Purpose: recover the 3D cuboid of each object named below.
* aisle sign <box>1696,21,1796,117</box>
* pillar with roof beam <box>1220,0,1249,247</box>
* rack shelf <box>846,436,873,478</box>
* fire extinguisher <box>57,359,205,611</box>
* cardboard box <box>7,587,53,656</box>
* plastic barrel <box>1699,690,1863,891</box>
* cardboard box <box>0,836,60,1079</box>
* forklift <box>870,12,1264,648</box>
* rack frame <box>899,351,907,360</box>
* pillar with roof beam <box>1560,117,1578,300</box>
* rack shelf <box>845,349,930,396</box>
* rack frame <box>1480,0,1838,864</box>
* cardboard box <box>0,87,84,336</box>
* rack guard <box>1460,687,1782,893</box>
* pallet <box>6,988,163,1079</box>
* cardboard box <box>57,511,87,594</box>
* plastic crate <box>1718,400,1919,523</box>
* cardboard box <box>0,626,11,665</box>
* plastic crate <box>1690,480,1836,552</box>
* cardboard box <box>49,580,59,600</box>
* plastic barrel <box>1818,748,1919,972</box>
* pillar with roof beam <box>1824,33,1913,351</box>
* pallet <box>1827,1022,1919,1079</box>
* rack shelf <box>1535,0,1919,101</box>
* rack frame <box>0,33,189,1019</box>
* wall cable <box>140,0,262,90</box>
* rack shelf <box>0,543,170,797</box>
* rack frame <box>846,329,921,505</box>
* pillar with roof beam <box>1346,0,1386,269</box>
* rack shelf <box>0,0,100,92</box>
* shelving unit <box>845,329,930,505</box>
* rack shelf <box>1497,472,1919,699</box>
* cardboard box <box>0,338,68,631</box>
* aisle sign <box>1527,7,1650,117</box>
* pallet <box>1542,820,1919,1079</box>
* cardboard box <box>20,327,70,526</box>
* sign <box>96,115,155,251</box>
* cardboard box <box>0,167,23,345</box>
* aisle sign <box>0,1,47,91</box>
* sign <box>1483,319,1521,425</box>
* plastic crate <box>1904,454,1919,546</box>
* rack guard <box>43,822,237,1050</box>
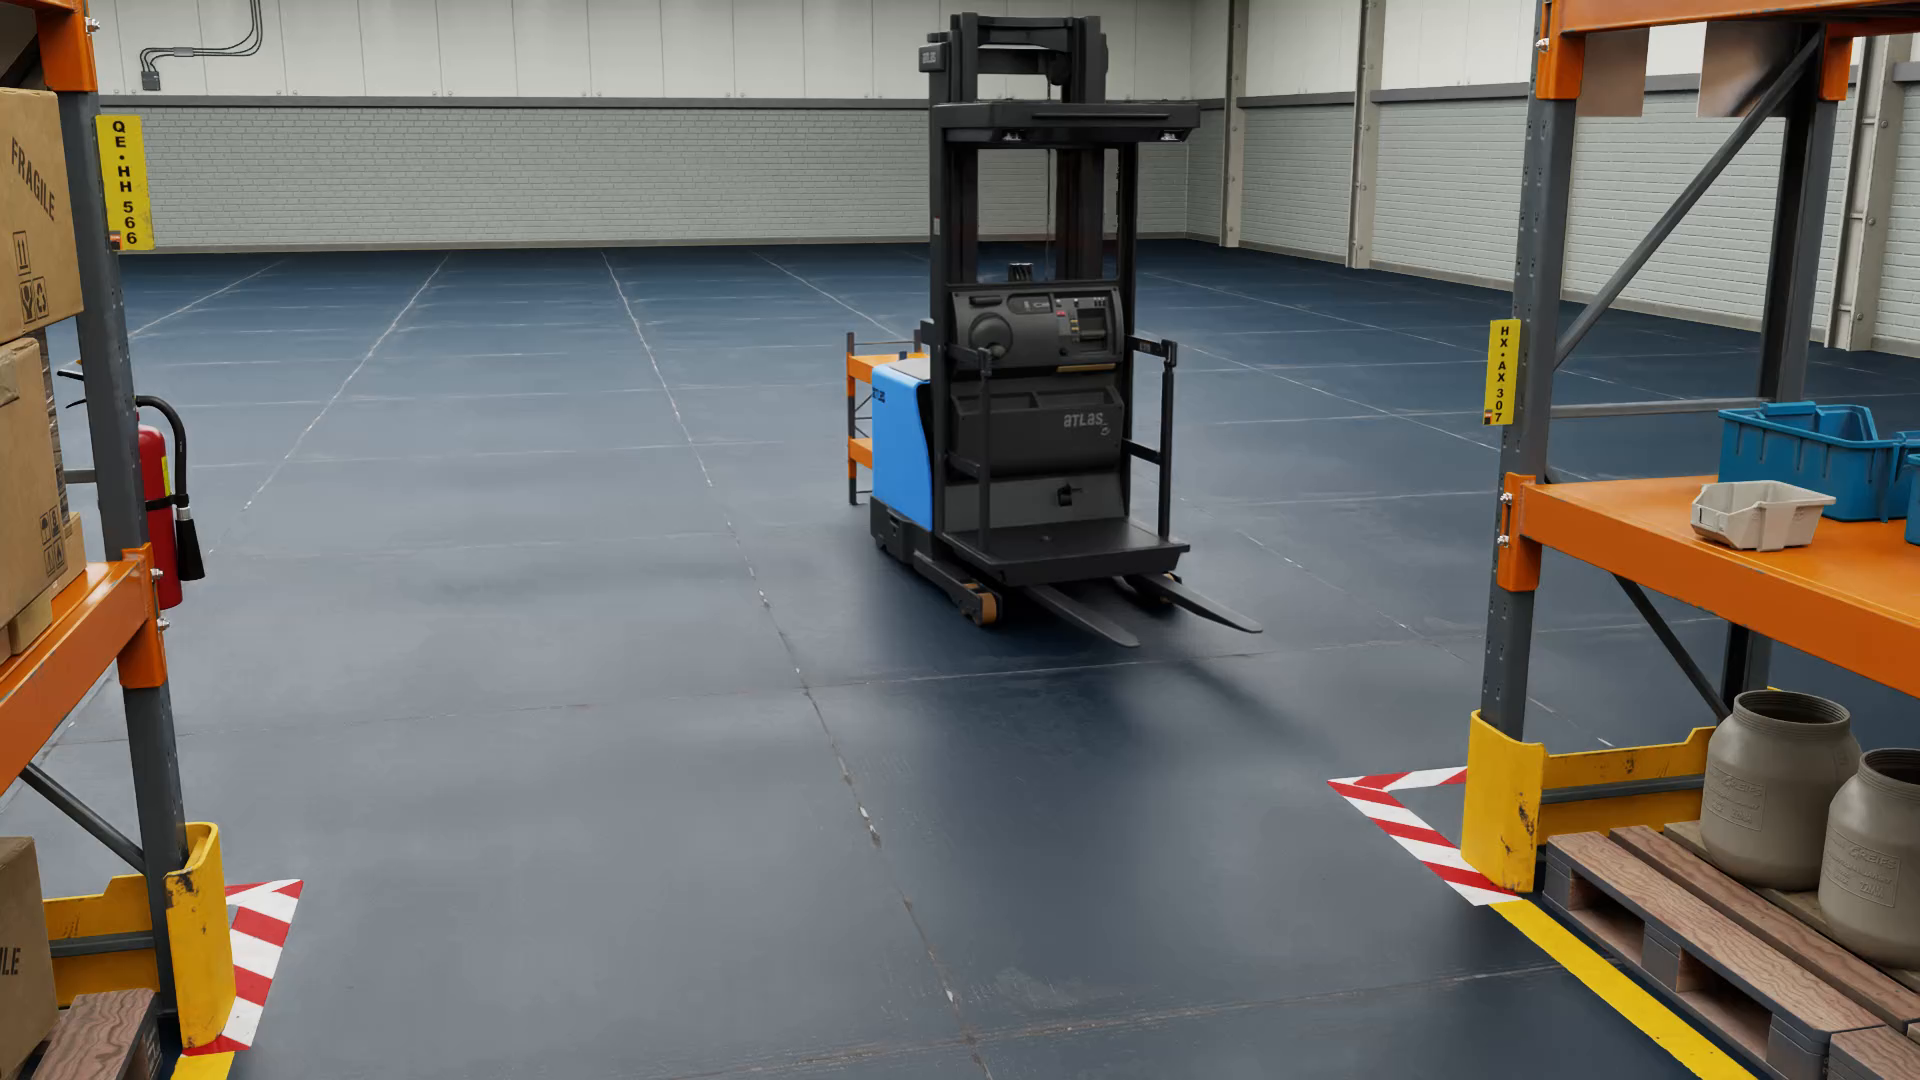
[{"bbox_3d":[2.484,-1.709,5.126,0.394,0.787,0.004,-3,14,-13],"label":"aisle sign"},{"bbox_3d":[1.617,-10.447,33.729,9.100,9.000,0.400,-3,14,-13],"label":"pillar with roof beam"},{"bbox_3d":[-0.305,-0.451,10.434,0.538,0.278,1.000,-5,15,-21],"label":"rack shelf"},{"bbox_3d":[-2.181,-0.152,4.391,0.296,0.674,0.183,-3,14,-13],"label":"fire extinguisher"},{"bbox_3d":[-2.168,0.151,3.516,0.380,0.149,0.250,-3,14,-13],"label":"cardboard box"},{"bbox_3d":[2.441,0.739,4.940,0.421,0.512,0.421,0,14,0],"label":"plastic barrel"},{"bbox_3d":[-2.472,1.018,3.822,0.500,0.500,0.500,-1,14,-3],"label":"cardboard box"},{"bbox_3d":[0.483,-1.113,8.305,1.130,2.935,3.031,-5,15,-21],"label":"forklift"},{"bbox_3d":[-0.120,-0.576,9.916,0.500,1.125,0.032,-5,15,-21],"label":"rack frame"},{"bbox_3d":[4.436,-7.679,22.398,9.100,9.000,0.400,-3,14,-13],"label":"pillar with roof beam"},{"bbox_3d":[-0.305,-0.973,10.306,0.538,0.278,1.000,-5,15,-21],"label":"rack shelf"},{"bbox_3d":[2.212,-0.413,5.299,1.000,3.000,0.127,-3,14,-13],"label":"rack frame"},{"bbox_3d":[-2.233,-0.703,3.540,0.500,0.500,0.500,-3,14,-13],"label":"cardboard box"},{"bbox_3d":[2.276,0.816,5.535,1.175,0.500,0.348,-3,14,-13],"label":"rack guard"},{"bbox_3d":[-2.428,1.424,3.653,1.003,0.211,1.213,-3,14,-13],"label":"pallet"},{"bbox_3d":[-2.334,0.039,3.977,0.380,0.149,0.250,-3,14,-13],"label":"cardboard box"},{"bbox_3d":[2.621,-0.242,4.912,0.499,0.251,0.616,-3,14,-13],"label":"plastic crate"},{"bbox_3d":[-2.124,0.210,3.277,0.380,0.149,0.250,-3,14,-13],"label":"cardboard box"},{"bbox_3d":[2.110,-0.061,4.412,0.298,0.136,0.250,-3,14,-13],"label":"plastic crate"},{"bbox_3d":[-2.276,0.097,3.741,0.380,0.149,0.250,-3,14,-13],"label":"cardboard box"},{"bbox_3d":[2.559,0.854,4.467,0.421,0.512,0.421,0,14,0],"label":"plastic barrel"},{"bbox_3d":[5.845,-6.295,16.732,9.100,9.000,0.400,-3,14,-13],"label":"pillar with roof beam"},{"bbox_3d":[2.745,1.425,3.651,1.003,0.211,1.213,-3,14,-13],"label":"pallet"},{"bbox_3d":[2.682,-1.060,3.140,1.077,0.370,4.000,-3,14,-13],"label":"rack shelf"},{"bbox_3d":[-2.602,-0.137,4.169,1.000,3.000,0.127,-3,14,-13],"label":"rack frame"},{"bbox_3d":[-14.992,-11.863,32.356,2.305,6.003,0.169,-3,14,-13],"label":"wall cable"},{"bbox_3d":[-2.132,0.674,2.366,1.077,0.370,4.000,-3,14,-13],"label":"rack shelf"},{"bbox_3d":[-0.490,-0.801,10.836,0.500,1.125,0.032,-5,15,-21],"label":"rack frame"},{"bbox_3d":[3.026,-9.063,28.064,9.100,9.000,0.400,-3,14,-13],"label":"pillar with roof beam"},{"bbox_3d":[-2.132,-0.784,2.010,1.077,0.370,4.000,-3,14,-13],"label":"rack shelf"},{"bbox_3d":[-0.305,-0.689,10.376,0.538,1.125,1.048,-5,15,-21],"label":"shelving unit"},{"bbox_3d":[2.682,0.397,3.496,1.077,0.370,4.000,-3,14,-13],"label":"rack shelf"},{"bbox_3d":[-2.265,-0.093,3.151,0.875,0.500,0.500,-3,14,-13],"label":"cardboard box"},{"bbox_3d":[1.911,-1.677,4.992,0.394,0.787,0.004,-3,14,-13],"label":"aisle sign"},{"bbox_3d":[2.462,1.144,4.801,1.003,0.211,1.213,-3,14,-13],"label":"pallet"},{"bbox_3d":[-2.500,-0.202,3.596,0.875,0.500,0.500,-3,14,-13],"label":"cardboard box"},{"bbox_3d":[-2.058,-0.880,4.102,0.100,0.325,0.005,-3,14,-13],"label":"sign"},{"bbox_3d":[-2.110,-0.588,3.069,0.500,0.500,0.500,-3,14,-13],"label":"cardboard box"},{"bbox_3d":[-2.325,-1.431,3.987,0.394,0.787,0.004,-3,14,-13],"label":"aisle sign"},{"bbox_3d":[1.677,-0.518,5.145,0.100,0.325,0.005,-3,14,-13],"label":"sign"},{"bbox_3d":[2.768,-0.092,4.298,0.499,0.251,0.408,-3,14,-13],"label":"plastic crate"},{"bbox_3d":[-2.584,1.094,4.394,1.175,0.500,0.348,-3,14,-13],"label":"rack guard"}]
